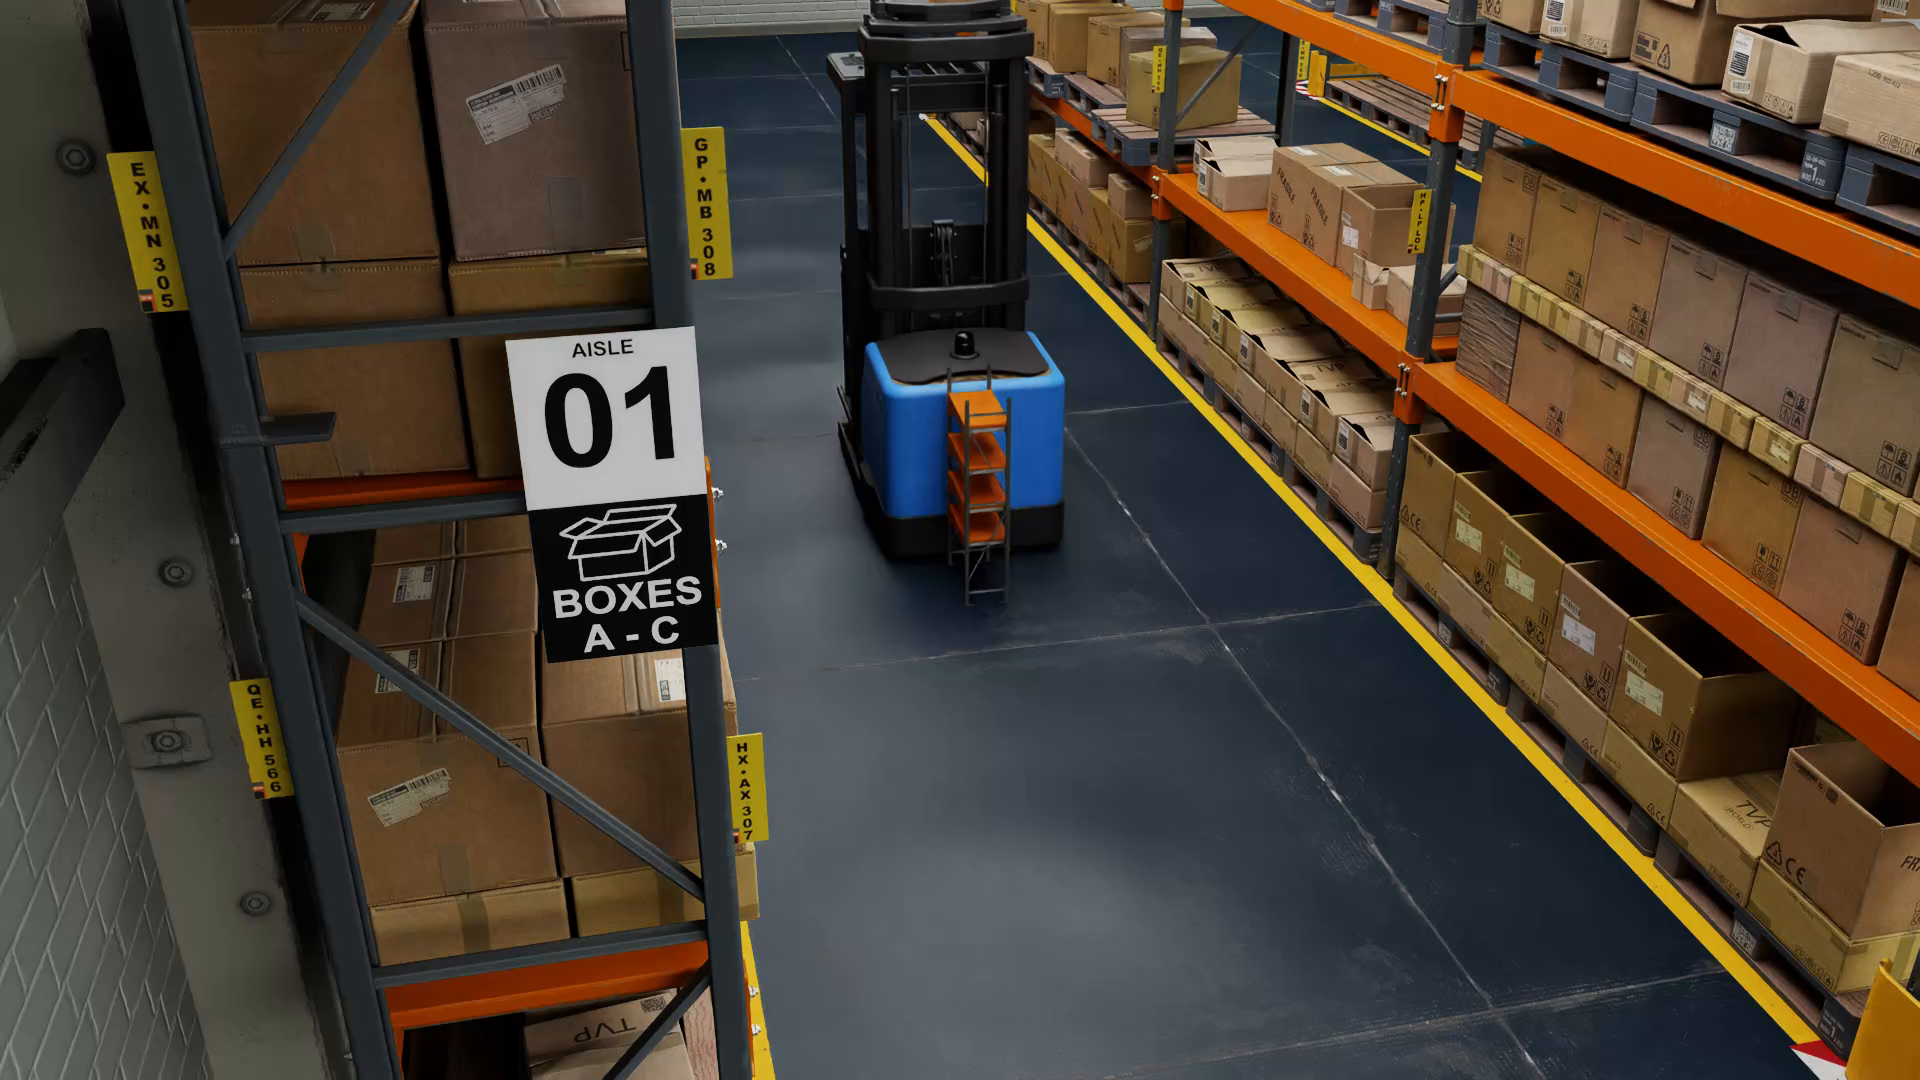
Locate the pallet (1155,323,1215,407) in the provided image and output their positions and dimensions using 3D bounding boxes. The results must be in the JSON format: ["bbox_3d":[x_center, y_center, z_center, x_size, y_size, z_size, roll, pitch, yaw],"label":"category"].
[{"bbox_3d":[2.100,-1.333,12.157,1.003,0.211,1.213,-6,27,-12],"label":"pallet"}]

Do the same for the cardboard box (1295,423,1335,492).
[{"bbox_3d":[2.365,-0.522,10.041,0.500,0.250,0.500,-6,27,-12],"label":"cardboard box"}]

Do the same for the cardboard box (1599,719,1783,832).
[{"bbox_3d":[3.107,0.966,7.093,0.500,0.250,0.500,-6,27,-12],"label":"cardboard box"}]

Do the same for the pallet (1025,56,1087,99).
[{"bbox_3d":[1.124,-4.252,15.058,1.003,0.211,1.213,-6,27,-12],"label":"pallet"}]

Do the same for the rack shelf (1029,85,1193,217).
[{"bbox_3d":[1.501,-3.500,14.154,1.077,0.370,4.000,-6,27,-12],"label":"rack shelf"}]

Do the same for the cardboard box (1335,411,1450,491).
[{"bbox_3d":[2.483,-0.546,9.466,0.500,0.311,0.500,-6,27,-12],"label":"cardboard box"}]

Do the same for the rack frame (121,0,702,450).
[{"bbox_3d":[-1.071,-1.605,2.943,1.000,3.000,0.127,-6,27,-12],"label":"rack frame"}]

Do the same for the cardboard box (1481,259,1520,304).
[{"bbox_3d":[2.782,-1.274,8.114,0.380,0.149,0.250,-6,27,-11],"label":"cardboard box"}]

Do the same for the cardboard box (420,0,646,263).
[{"bbox_3d":[-0.921,-0.959,3.750,0.500,0.500,0.500,-8,28,-15],"label":"cardboard box"}]

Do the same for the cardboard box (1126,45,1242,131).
[{"bbox_3d":[1.700,-3.440,12.660,0.700,0.500,0.500,-16,31,-29],"label":"cardboard box"}]

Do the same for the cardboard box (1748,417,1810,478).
[{"bbox_3d":[3.251,-0.367,6.317,0.380,0.149,0.250,-5,27,-10],"label":"cardboard box"}]

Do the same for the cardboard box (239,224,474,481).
[{"bbox_3d":[-1.411,-0.477,3.903,0.500,0.500,0.500,-4,27,-8],"label":"cardboard box"}]

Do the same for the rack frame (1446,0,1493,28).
[{"bbox_3d":[2.853,-3.865,7.422,1.000,3.000,0.127,-6,27,-12],"label":"rack frame"}]

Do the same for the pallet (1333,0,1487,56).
[{"bbox_3d":[2.642,-2.827,8.905,0.805,0.209,1.217,-7,28,-14],"label":"pallet"}]

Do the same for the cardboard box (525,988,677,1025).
[{"bbox_3d":[-1.267,1.514,5.917,0.500,0.311,0.500,-4,27,-7],"label":"cardboard box"}]

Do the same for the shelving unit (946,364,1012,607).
[{"bbox_3d":[0.098,-0.293,9.000,0.258,1.200,0.503,-5,27,-10],"label":"shelving unit"}]

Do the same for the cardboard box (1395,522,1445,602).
[{"bbox_3d":[2.663,0.087,8.834,0.500,0.250,0.500,-6,27,-12],"label":"cardboard box"}]

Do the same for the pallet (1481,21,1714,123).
[{"bbox_3d":[3.071,-2.115,7.381,1.003,0.211,1.213,-6,27,-12],"label":"pallet"}]

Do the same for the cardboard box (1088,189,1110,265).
[{"bbox_3d":[1.396,-2.638,13.933,0.500,0.500,0.500,-7,28,-13],"label":"cardboard box"}]

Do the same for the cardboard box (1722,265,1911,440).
[{"bbox_3d":[3.412,-0.736,6.329,0.700,0.500,0.500,-6,27,-11],"label":"cardboard box"}]

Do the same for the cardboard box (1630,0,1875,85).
[{"bbox_3d":[3.102,-2.087,6.490,0.797,0.503,0.637,-3,27,-6],"label":"cardboard box"}]

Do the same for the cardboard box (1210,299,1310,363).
[{"bbox_3d":[2.023,-1.440,11.237,0.500,0.311,0.500,-7,28,-13],"label":"cardboard box"}]

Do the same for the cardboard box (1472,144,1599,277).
[{"bbox_3d":[2.960,-1.617,8.074,0.700,0.500,0.500,-6,27,-11],"label":"cardboard box"}]

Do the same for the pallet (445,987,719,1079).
[{"bbox_3d":[-1.236,1.925,5.703,1.003,0.211,1.213,-6,27,-12],"label":"pallet"}]

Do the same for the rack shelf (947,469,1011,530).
[{"bbox_3d":[0.098,-0.233,9.030,0.258,0.148,0.480,-5,27,-10],"label":"rack shelf"}]

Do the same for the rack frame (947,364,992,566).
[{"bbox_3d":[0.051,-0.401,9.213,0.240,1.200,0.015,-5,27,-10],"label":"rack frame"}]

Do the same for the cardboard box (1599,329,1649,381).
[{"bbox_3d":[3.020,-0.819,7.212,0.380,0.149,0.250,-7,28,-13],"label":"cardboard box"}]

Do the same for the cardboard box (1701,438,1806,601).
[{"bbox_3d":[3.433,-0.131,6.569,0.700,0.500,0.500,-6,27,-11],"label":"cardboard box"}]

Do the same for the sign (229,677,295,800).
[{"bbox_3d":[-1.616,0.463,3.868,0.100,0.325,0.005,-6,27,-12],"label":"sign"}]

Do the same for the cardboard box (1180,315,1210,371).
[{"bbox_3d":[1.898,-1.423,11.826,0.500,0.250,0.500,-7,28,-13],"label":"cardboard box"}]

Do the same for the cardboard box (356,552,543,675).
[{"bbox_3d":[-1.488,0.389,4.962,0.500,0.500,0.500,-6,27,-11],"label":"cardboard box"}]

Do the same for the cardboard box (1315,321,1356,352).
[{"bbox_3d":[2.655,-1.279,10.918,0.500,0.311,0.500,-5,27,-10],"label":"cardboard box"}]

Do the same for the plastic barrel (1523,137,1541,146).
[{"bbox_3d":[5.983,-4.211,16.626,0.600,0.901,0.708,-6,27,-12],"label":"plastic barrel"}]

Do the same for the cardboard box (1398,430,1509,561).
[{"bbox_3d":[2.653,-0.247,8.663,0.500,0.500,0.500,-6,27,-12],"label":"cardboard box"}]

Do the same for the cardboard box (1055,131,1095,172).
[{"bbox_3d":[1.148,-3.438,14.687,0.500,0.250,0.500,-6,27,-11],"label":"cardboard box"}]

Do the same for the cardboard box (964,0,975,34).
[{"bbox_3d":[0.335,-5.612,17.429,0.500,0.500,0.500,-6,27,-11],"label":"cardboard box"}]

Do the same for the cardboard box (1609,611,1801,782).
[{"bbox_3d":[3.104,0.631,6.924,0.500,0.500,0.500,-6,27,-12],"label":"cardboard box"}]

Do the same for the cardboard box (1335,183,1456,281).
[{"bbox_3d":[2.578,-1.802,9.880,0.500,0.500,0.500,-4,27,-8],"label":"cardboard box"}]

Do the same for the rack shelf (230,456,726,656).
[{"bbox_3d":[-1.521,-0.823,5.520,1.077,0.370,4.000,-6,27,-12],"label":"rack shelf"}]

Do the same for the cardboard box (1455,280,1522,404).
[{"bbox_3d":[2.960,-1.038,8.366,0.700,0.500,0.500,-7,28,-13],"label":"cardboard box"}]

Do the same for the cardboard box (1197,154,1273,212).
[{"bbox_3d":[1.965,-2.491,11.456,0.500,0.311,0.500,-6,27,-12],"label":"cardboard box"}]

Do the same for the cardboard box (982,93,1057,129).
[{"bbox_3d":[0.622,-4.605,17.828,0.797,0.503,0.637,-6,27,-12],"label":"cardboard box"}]

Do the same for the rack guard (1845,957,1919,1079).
[{"bbox_3d":[3.760,1.695,5.837,1.175,0.500,0.348,-6,27,-12],"label":"rack guard"}]

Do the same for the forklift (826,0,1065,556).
[{"bbox_3d":[-0.190,-1.858,10.179,1.130,2.935,3.031,-5,27,-10],"label":"forklift"}]

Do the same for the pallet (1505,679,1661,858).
[{"bbox_3d":[3.270,0.948,7.638,1.003,0.211,1.213,-6,27,-12],"label":"pallet"}]

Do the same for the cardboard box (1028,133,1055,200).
[{"bbox_3d":[0.922,-3.543,15.726,0.500,0.500,0.500,-7,28,-14],"label":"cardboard box"}]

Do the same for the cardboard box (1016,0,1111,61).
[{"bbox_3d":[0.939,-4.701,15.157,0.700,0.500,0.500,-16,31,-29],"label":"cardboard box"}]

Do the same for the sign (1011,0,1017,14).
[{"bbox_3d":[0.524,-5.027,15.421,0.100,0.325,0.005,-6,27,-12],"label":"sign"}]
